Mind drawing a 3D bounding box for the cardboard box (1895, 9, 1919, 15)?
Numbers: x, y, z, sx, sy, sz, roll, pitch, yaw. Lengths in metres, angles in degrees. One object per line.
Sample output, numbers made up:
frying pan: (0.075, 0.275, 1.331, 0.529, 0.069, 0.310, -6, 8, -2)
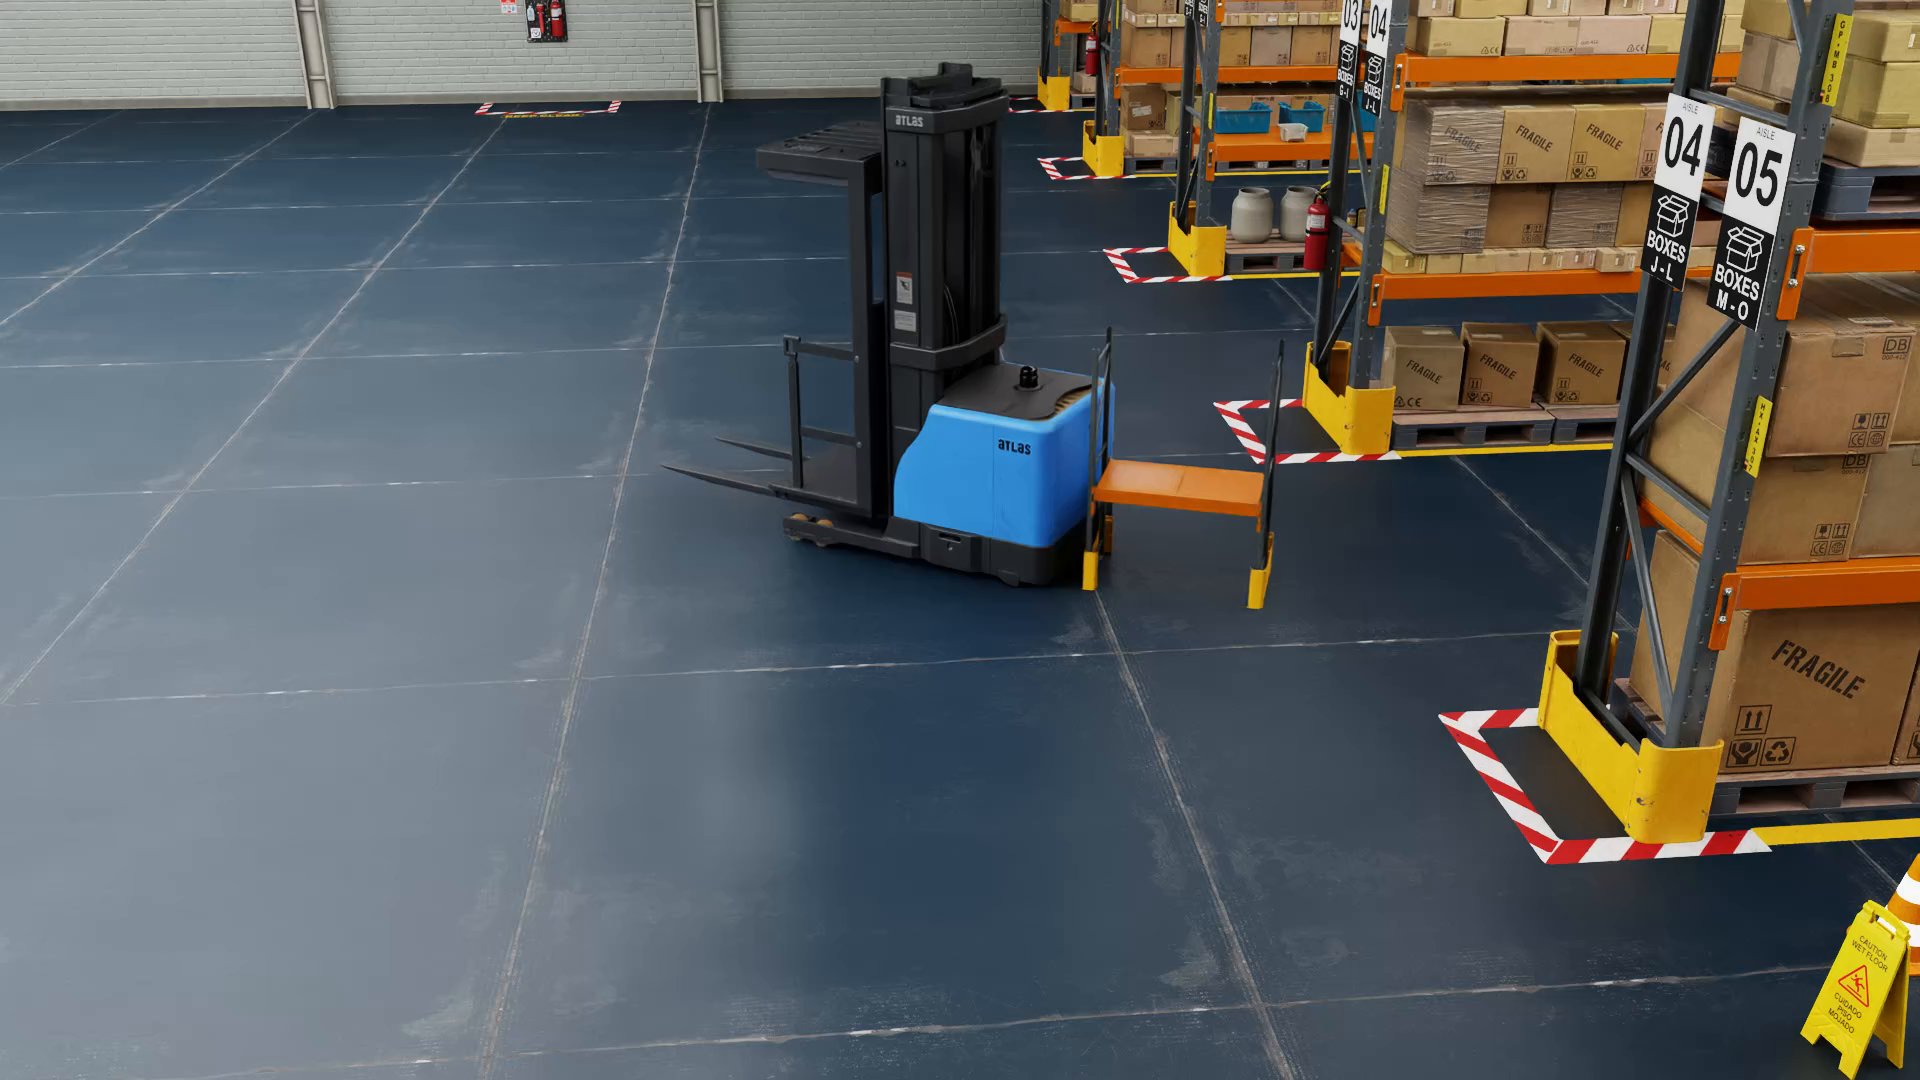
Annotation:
cardboard box: (3.851, -1.971, 6.485, 0.250, 0.149, 0.380, -2, 24, -5)

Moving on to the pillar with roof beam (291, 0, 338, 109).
pillar with roof beam: (-9.516, -9.134, 20.220, 0.400, 9.000, 9.100, -2, 24, -5)

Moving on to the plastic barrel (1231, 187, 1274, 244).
plastic barrel: (3.012, -3.342, 17.121, 0.421, 0.512, 0.421, 0, 24, 0)

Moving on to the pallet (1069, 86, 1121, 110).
pallet: (2.278, -6.981, 26.195, 1.213, 0.211, 1.003, -2, 24, -5)

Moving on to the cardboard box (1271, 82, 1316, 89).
cardboard box: (4.375, -5.737, 21.910, 0.500, 0.500, 0.500, -2, 24, -5)

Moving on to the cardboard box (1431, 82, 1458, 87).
cardboard box: (7.625, -7.557, 26.595, 0.500, 0.500, 0.700, -2, 24, -5)

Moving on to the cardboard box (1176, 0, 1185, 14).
cardboard box: (2.923, -6.909, 20.880, 0.500, 0.500, 0.700, -3, 24, -7)

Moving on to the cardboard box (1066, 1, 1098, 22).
cardboard box: (1.908, -8.065, 25.363, 0.500, 0.250, 0.500, -3, 24, -7)

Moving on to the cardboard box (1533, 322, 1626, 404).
cardboard box: (4.691, -1.350, 12.655, 0.500, 0.500, 0.500, 0, 24, 0)

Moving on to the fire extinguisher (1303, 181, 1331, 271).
fire extinguisher: (2.692, -2.374, 12.493, 0.183, 0.674, 0.296, -2, 24, -5)

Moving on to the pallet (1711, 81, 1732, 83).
pallet: (12.572, -7.377, 27.088, 1.213, 0.211, 1.003, -2, 24, -5)

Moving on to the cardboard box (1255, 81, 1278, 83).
cardboard box: (4.842, -7.266, 26.351, 0.250, 0.166, 0.380, -5, 25, -12)

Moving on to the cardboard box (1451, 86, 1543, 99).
cardboard box: (3.871, -3.010, 12.109, 0.500, 0.500, 0.500, -2, 24, -5)

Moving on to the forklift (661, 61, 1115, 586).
forklift: (-0.561, -1.474, 10.458, 3.031, 2.935, 1.130, 13, 27, 26)

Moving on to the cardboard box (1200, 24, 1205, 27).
cardboard box: (3.055, -6.533, 20.832, 0.250, 0.149, 0.380, -3, 24, -6)

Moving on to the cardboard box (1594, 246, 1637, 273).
cardboard box: (4.661, -2.048, 11.974, 0.250, 0.149, 0.380, -2, 24, -5)

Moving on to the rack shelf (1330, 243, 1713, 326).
rack shelf: (4.842, -1.978, 12.394, 4.000, 0.370, 1.077, -2, 24, -5)

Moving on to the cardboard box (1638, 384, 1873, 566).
cardboard box: (3.603, -0.320, 7.593, 0.550, 0.550, 0.875, -2, 24, -5)

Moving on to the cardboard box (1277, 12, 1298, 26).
cardboard box: (4.085, -6.574, 20.926, 0.250, 0.149, 0.380, -2, 24, -3)

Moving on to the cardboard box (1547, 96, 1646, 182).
cardboard box: (4.421, -2.815, 11.671, 0.500, 0.500, 0.500, -2, 24, -5)

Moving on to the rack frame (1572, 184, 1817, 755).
rack frame: (3.238, -0.218, 7.548, 0.127, 3.000, 1.000, -2, 24, -5)

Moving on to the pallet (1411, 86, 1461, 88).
pallet: (7.363, -7.201, 26.691, 1.213, 0.211, 1.003, -2, 24, -5)

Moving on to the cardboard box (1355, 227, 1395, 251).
cardboard box: (3.115, -2.207, 12.332, 0.250, 0.149, 0.380, -2, 24, -5)

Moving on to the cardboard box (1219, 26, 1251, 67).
cardboard box: (3.364, -6.331, 21.178, 0.500, 0.500, 0.700, -2, 24, -5)

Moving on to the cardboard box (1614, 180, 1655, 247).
cardboard box: (4.888, -2.506, 12.206, 0.500, 0.500, 0.875, -2, 24, -5)

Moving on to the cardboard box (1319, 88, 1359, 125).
cardboard box: (4.923, -5.547, 21.482, 0.500, 0.500, 0.500, -2, 24, -5)

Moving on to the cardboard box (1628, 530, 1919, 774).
cardboard box: (3.907, 0.507, 8.016, 0.875, 0.875, 0.875, -2, 24, -5)

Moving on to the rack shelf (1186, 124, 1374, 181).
rack shelf: (4.355, -3.980, 16.898, 4.000, 0.370, 1.077, -2, 24, -5)

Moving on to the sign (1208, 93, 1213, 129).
sign: (2.414, -4.133, 16.015, 0.005, 0.325, 0.100, -2, 24, -5)

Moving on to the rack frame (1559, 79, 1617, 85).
rack frame: (6.345, -4.389, 16.931, 0.127, 3.000, 1.000, -2, 24, -5)

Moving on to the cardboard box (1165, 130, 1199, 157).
cardboard box: (2.934, -5.120, 21.444, 0.500, 0.250, 0.500, -2, 24, -5)

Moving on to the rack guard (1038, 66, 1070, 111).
rack guard: (1.466, -7.095, 26.096, 0.348, 0.500, 1.175, -2, 24, -5)

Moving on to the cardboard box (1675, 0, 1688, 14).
cardboard box: (4.949, -3.712, 11.409, 0.250, 0.149, 0.380, -3, 24, -7)

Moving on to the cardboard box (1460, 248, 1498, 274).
cardboard box: (3.659, -2.034, 11.942, 0.250, 0.149, 0.380, -2, 24, -5)

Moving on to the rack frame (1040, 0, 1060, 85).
rack frame: (1.391, -8.234, 25.581, 0.127, 3.000, 1.000, -2, 24, -5)

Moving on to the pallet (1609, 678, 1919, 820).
pallet: (4.026, 0.992, 8.258, 1.213, 0.211, 1.003, -2, 24, -5)

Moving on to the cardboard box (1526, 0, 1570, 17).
cardboard box: (3.933, -3.642, 11.252, 0.250, 0.149, 0.380, -1, 24, -3)

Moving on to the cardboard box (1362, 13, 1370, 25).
cardboard box: (5.106, -6.615, 21.019, 0.250, 0.149, 0.380, -3, 24, -7)

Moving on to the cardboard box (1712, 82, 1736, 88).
cardboard box: (5.862, -3.090, 12.288, 0.500, 0.500, 0.500, -2, 24, -5)

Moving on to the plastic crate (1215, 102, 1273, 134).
plastic crate: (2.833, -4.302, 16.919, 0.616, 0.251, 0.499, -2, 24, -5)

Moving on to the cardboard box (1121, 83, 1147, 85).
cardboard box: (2.656, -7.220, 26.070, 0.500, 0.311, 0.500, 0, 24, -1)

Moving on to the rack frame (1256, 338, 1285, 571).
rack frame: (1.819, -0.391, 9.784, 0.032, 1.500, 0.500, 6, 25, 14)

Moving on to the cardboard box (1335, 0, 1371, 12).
cardboard box: (4.918, -6.989, 21.060, 0.500, 0.500, 0.700, -2, 24, -5)

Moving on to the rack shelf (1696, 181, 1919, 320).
rack shelf: (5.229, -1.340, 7.265, 4.000, 0.370, 1.077, -2, 24, -5)

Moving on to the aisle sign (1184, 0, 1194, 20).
aisle sign: (2.264, -5.534, 16.308, 0.004, 0.787, 0.394, -2, 24, -5)

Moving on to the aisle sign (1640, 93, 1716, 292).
aisle sign: (3.138, -1.525, 7.287, 0.004, 0.787, 0.394, -2, 24, -5)

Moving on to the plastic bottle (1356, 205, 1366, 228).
plastic bottle: (4.264, -3.452, 17.625, 0.133, 0.283, 0.061, -2, 24, -4)

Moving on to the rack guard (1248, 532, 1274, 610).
rack guard: (1.818, 0.180, 10.038, 0.087, 0.250, 0.587, 6, 25, 14)

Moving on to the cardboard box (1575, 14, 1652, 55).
cardboard box: (4.362, -3.486, 11.390, 0.500, 0.250, 0.500, -2, 24, -5)

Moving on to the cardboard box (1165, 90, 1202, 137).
cardboard box: (2.934, -5.462, 21.290, 0.500, 0.500, 0.500, -2, 24, -5)

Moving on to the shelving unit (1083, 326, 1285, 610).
shelving unit: (1.337, -0.443, 9.901, 1.083, 1.500, 0.587, 6, 25, 14)

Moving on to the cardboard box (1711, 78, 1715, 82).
cardboard box: (11.814, -7.807, 26.751, 0.750, 0.750, 0.750, -2, 24, -4)

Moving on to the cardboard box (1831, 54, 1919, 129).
cardboard box: (3.744, -1.810, 6.614, 0.500, 0.250, 0.500, -2, 24, -5)
